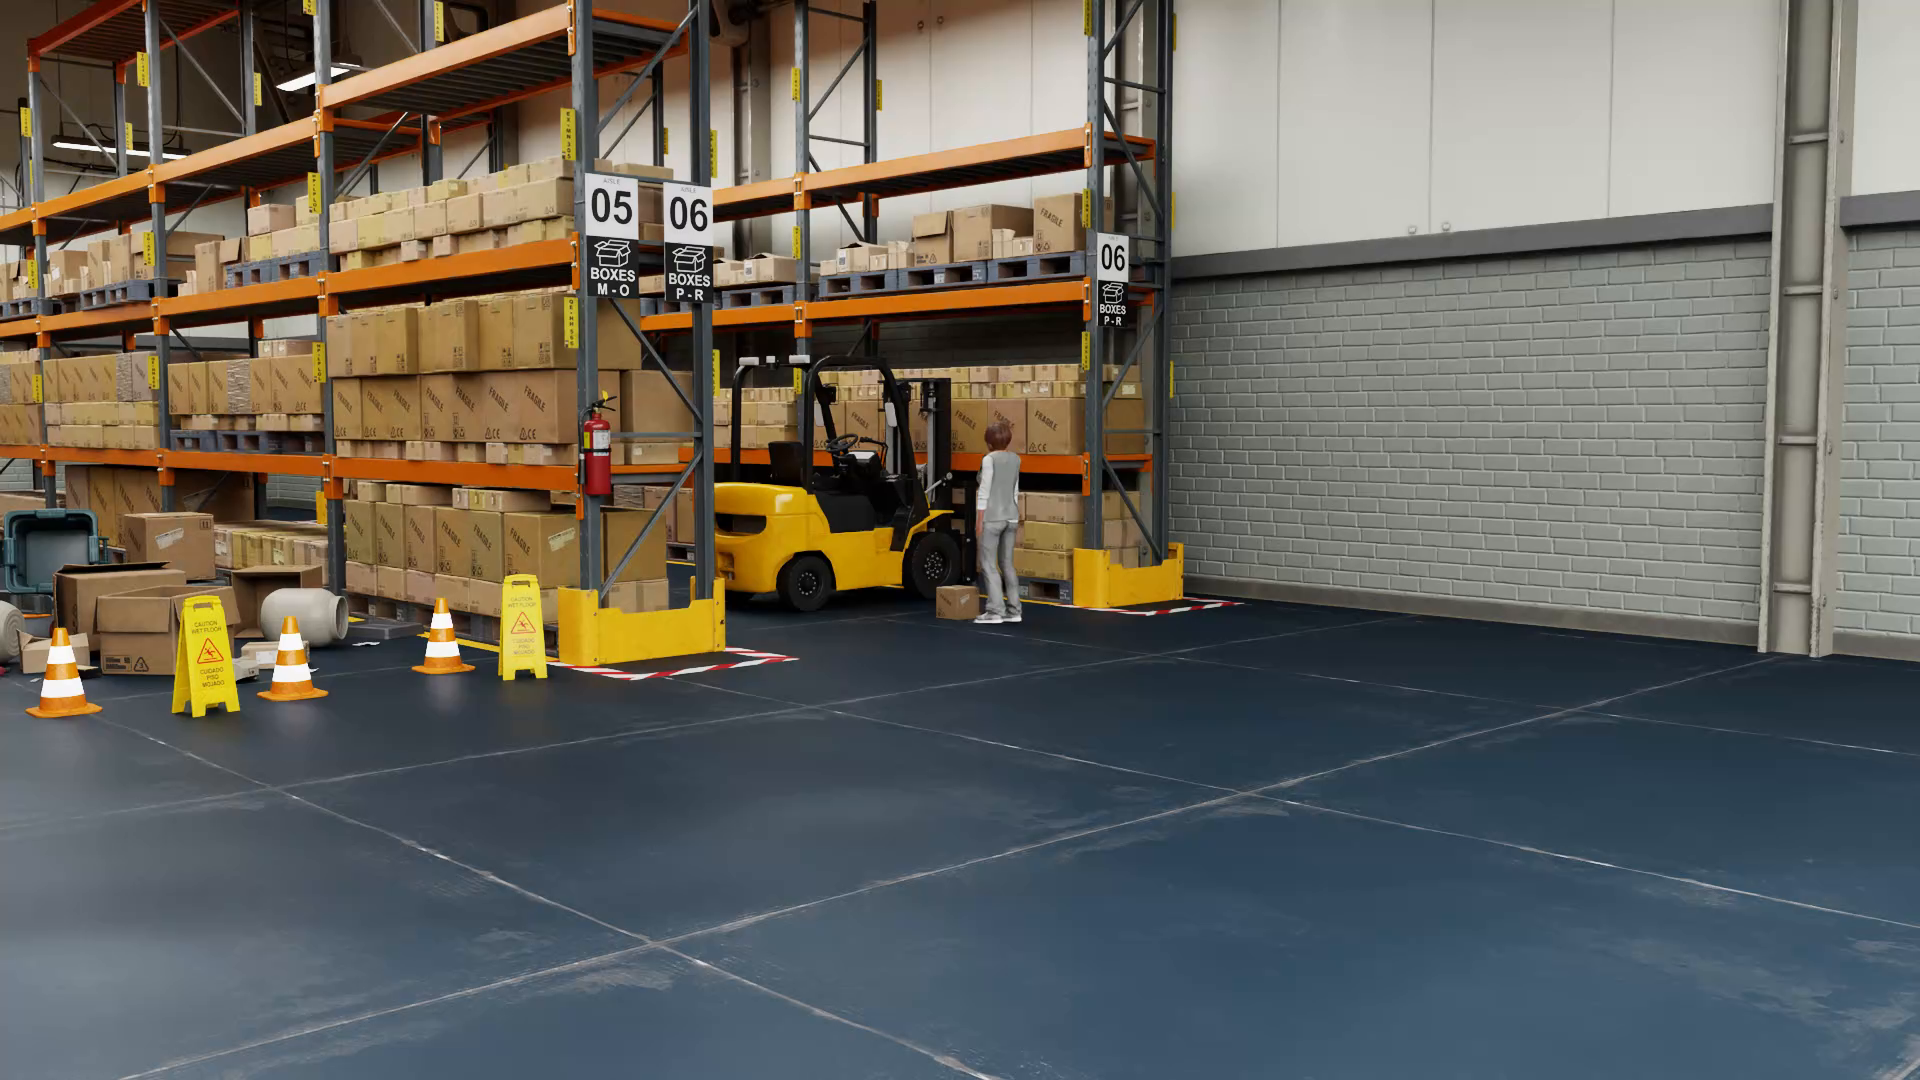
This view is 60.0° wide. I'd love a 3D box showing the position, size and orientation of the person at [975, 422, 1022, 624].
[{"bbox_3d":[0.294,-0.132,13.148,0.407,1.594,0.308,-4,6,-42],"label":"person"}]
